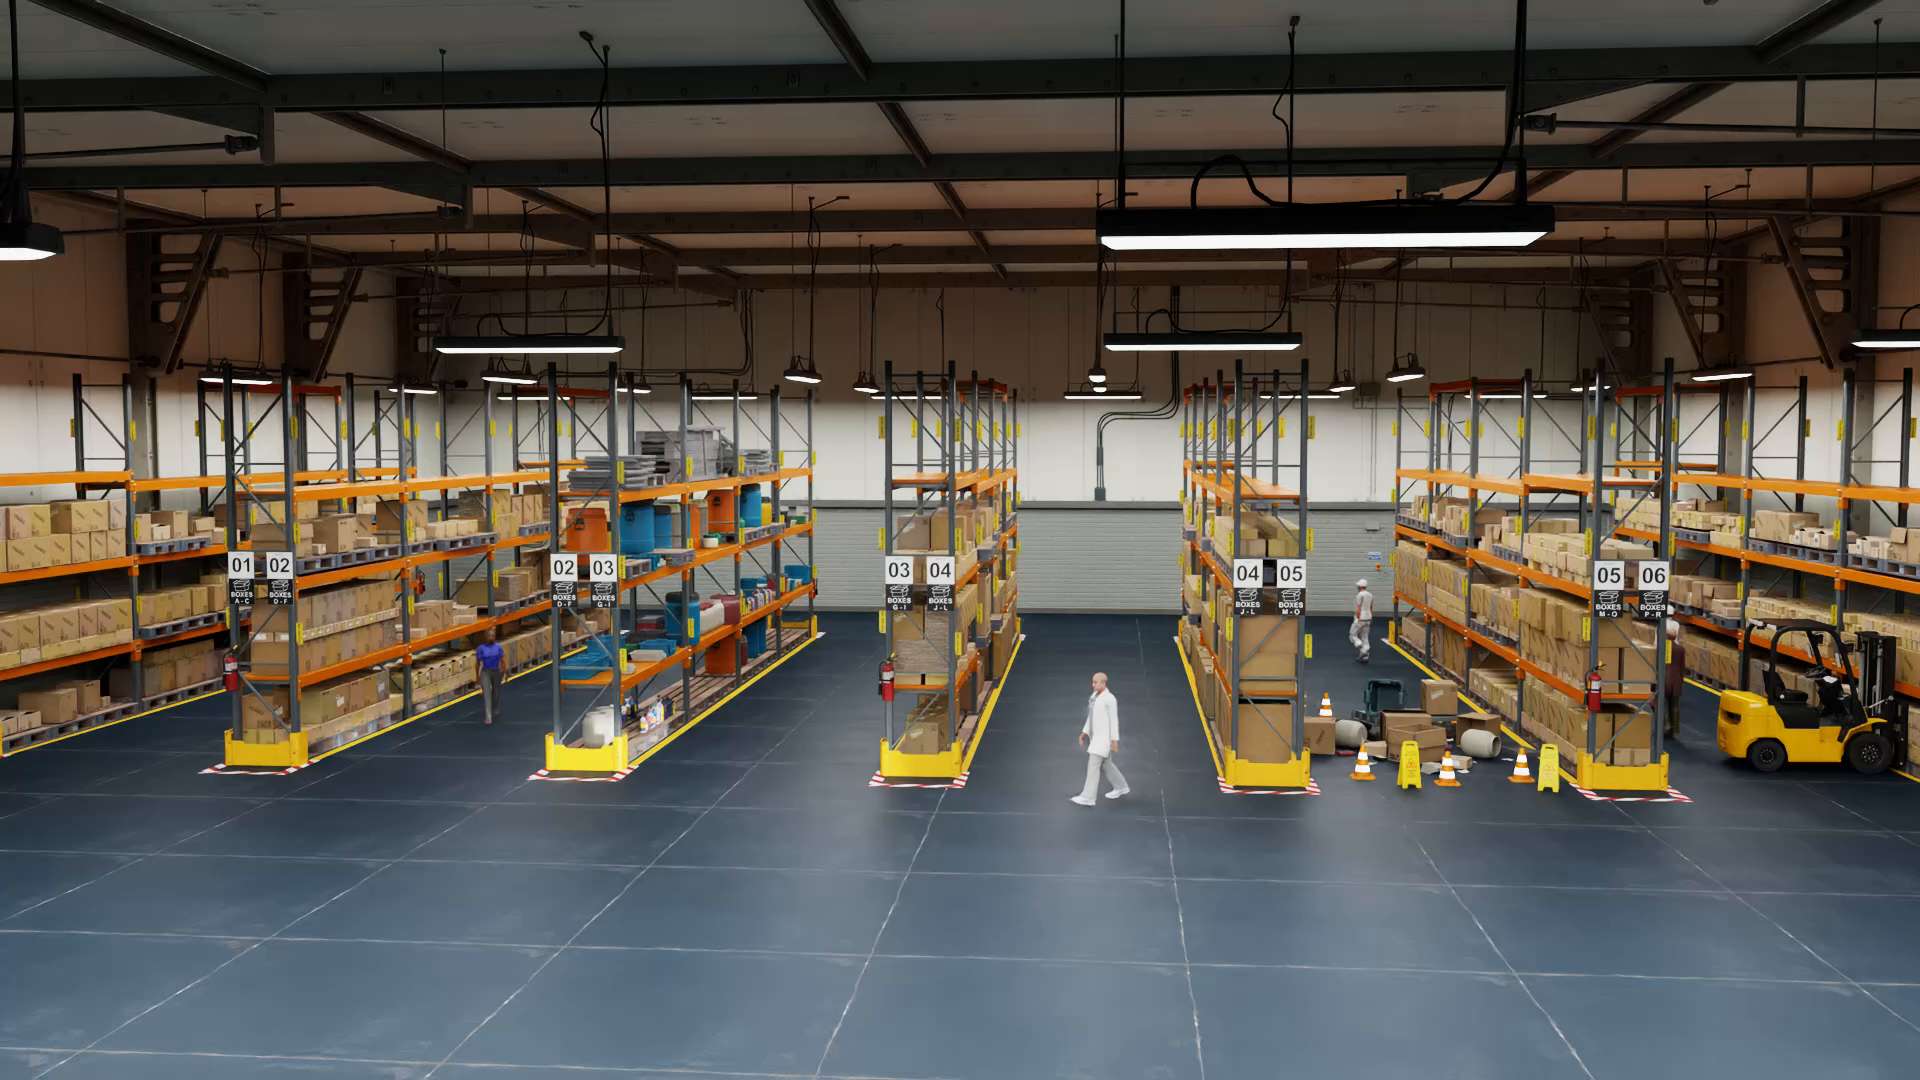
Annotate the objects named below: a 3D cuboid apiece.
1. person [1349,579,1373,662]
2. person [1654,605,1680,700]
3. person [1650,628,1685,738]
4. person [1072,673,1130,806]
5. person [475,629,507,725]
[{"bbox_3d":[8.736,1.743,35.987,0.602,1.790,0.472,-3,5,-40],"label":"person"},{"bbox_3d":[13.111,2.090,30.846,0.566,1.781,0.448,-2,4,-23],"label":"person"},{"bbox_3d":[11.563,2.332,27.067,0.589,1.787,0.534,-1,4,-9],"label":"person"},{"bbox_3d":[1.894,2.660,22.367,0.960,1.760,0.534,-1,4,-17],"label":"person"},{"bbox_3d":[-8.042,2.308,28.516,0.513,1.593,1.070,-1,4,-20],"label":"person"}]
